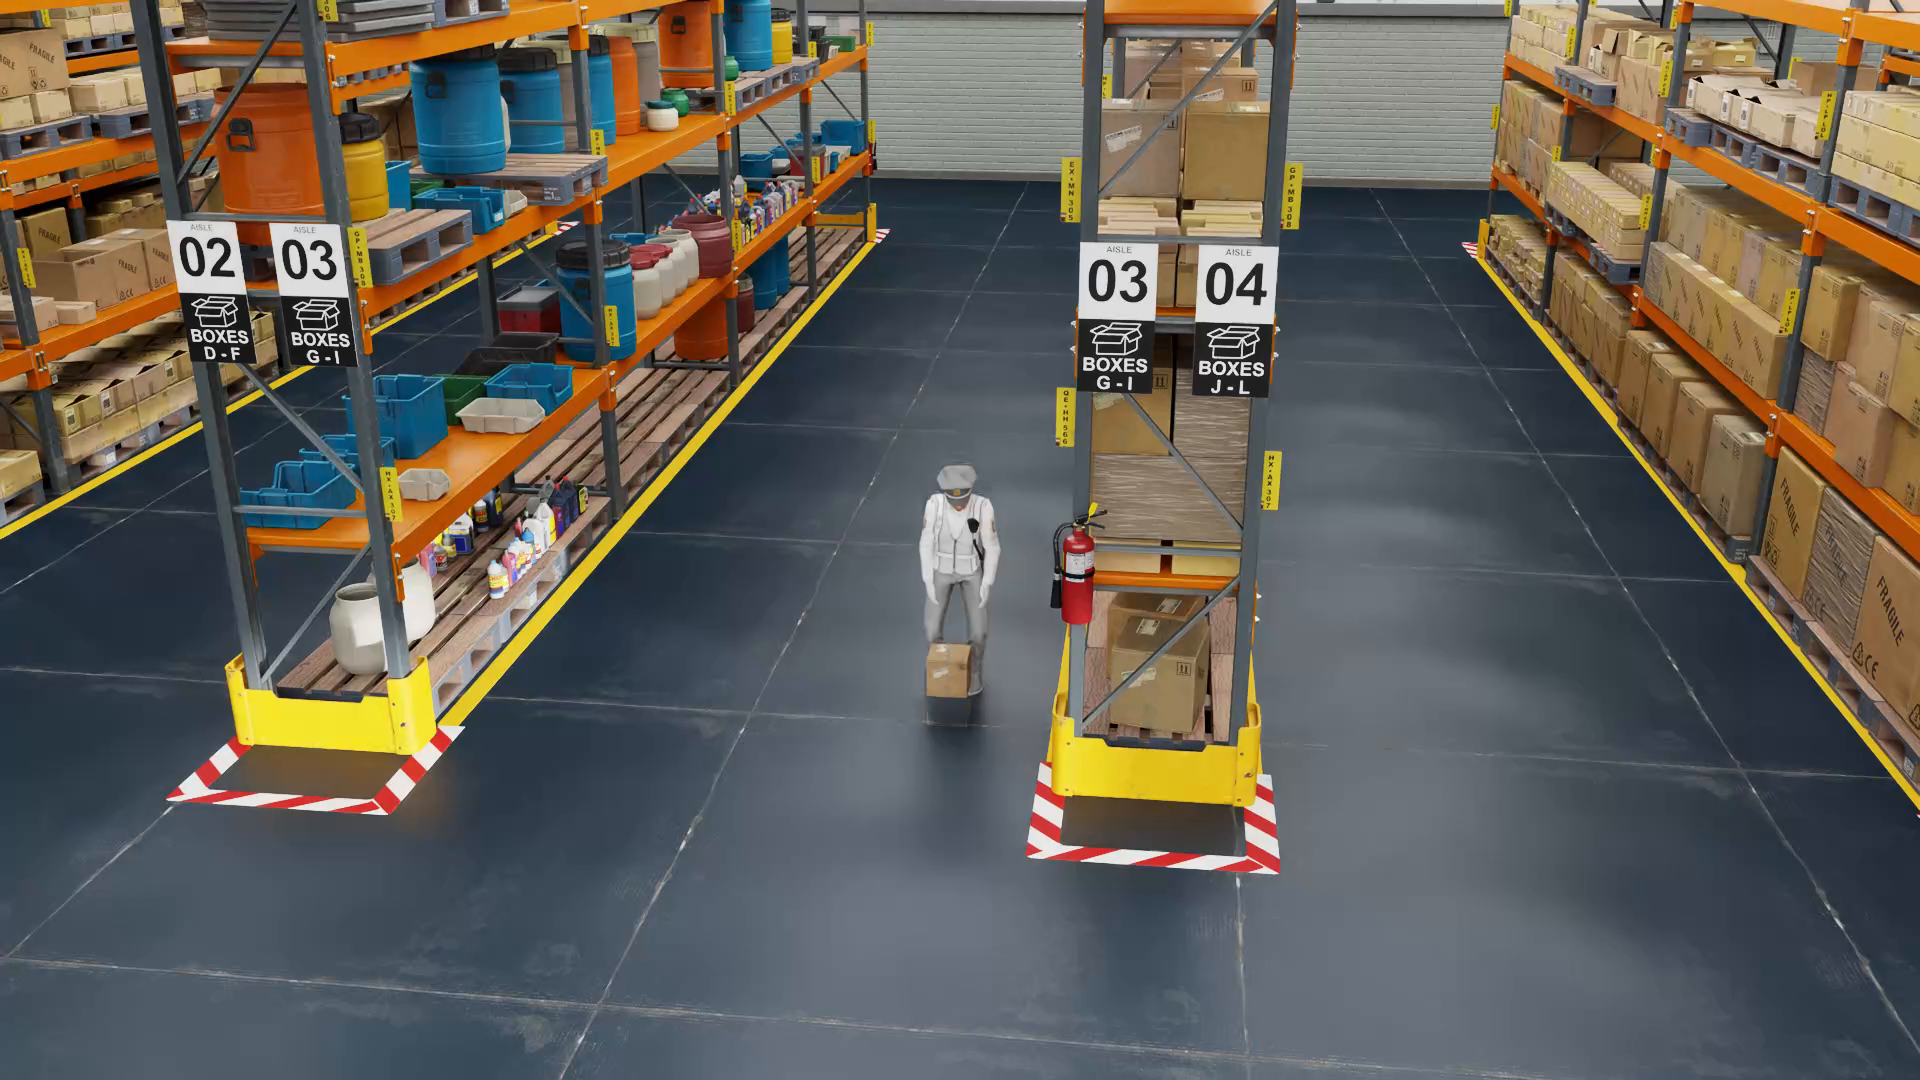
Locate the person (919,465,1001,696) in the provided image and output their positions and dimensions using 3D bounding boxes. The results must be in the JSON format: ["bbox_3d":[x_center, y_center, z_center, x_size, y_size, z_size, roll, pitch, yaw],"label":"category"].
[{"bbox_3d":[-0.004,0.243,10.622,0.514,1.559,0.548,3,21,7],"label":"person"}]
